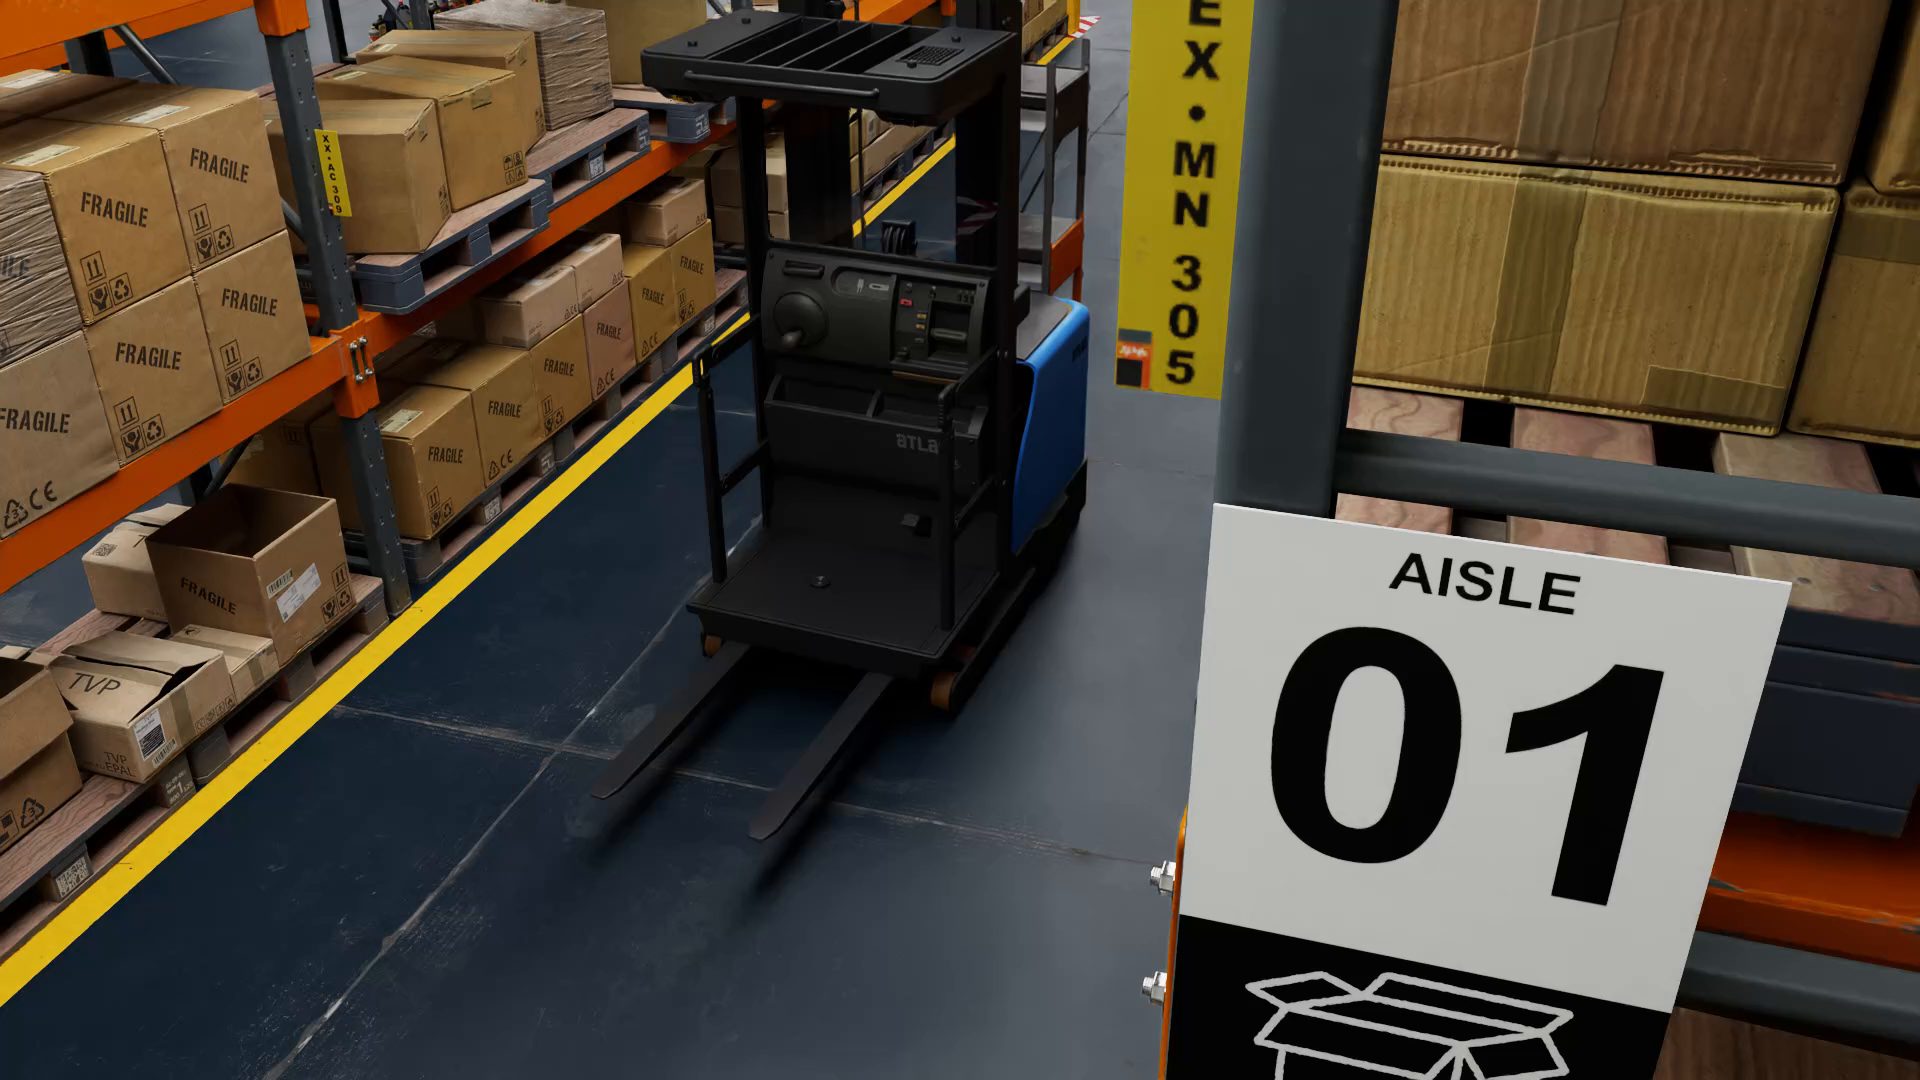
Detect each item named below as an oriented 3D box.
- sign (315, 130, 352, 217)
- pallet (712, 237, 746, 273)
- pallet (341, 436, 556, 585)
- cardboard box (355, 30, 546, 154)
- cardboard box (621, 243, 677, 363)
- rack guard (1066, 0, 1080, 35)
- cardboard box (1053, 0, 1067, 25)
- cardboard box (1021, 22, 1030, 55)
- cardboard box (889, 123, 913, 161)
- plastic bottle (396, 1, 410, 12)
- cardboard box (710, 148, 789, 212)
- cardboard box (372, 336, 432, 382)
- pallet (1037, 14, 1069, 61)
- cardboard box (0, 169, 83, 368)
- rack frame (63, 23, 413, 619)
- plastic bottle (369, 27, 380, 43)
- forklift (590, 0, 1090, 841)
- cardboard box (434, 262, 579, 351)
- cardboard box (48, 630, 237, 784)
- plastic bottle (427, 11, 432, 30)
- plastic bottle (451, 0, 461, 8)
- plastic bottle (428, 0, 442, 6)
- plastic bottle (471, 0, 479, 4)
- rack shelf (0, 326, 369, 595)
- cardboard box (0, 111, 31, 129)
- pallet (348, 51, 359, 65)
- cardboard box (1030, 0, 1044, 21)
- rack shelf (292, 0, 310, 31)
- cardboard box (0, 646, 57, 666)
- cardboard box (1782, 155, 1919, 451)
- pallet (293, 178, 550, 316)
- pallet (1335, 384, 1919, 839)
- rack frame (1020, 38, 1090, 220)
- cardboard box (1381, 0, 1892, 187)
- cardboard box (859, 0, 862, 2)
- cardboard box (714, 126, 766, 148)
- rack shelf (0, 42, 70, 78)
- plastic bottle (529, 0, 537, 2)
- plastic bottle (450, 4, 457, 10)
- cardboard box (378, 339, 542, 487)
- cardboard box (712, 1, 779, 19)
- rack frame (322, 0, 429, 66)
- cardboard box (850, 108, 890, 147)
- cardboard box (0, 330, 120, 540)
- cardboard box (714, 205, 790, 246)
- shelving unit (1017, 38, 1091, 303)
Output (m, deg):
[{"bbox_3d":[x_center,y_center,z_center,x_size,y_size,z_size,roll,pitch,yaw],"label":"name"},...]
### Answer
[{"bbox_3d":[-2.358,-1.377,6.250,0.100,0.325,0.005,8,30,15],"label":"sign"},{"bbox_3d":[-1.426,-2.090,11.290,1.003,0.211,1.213,8,30,15],"label":"pallet"},{"bbox_3d":[-2.676,-0.238,7.960,1.003,0.211,1.213,8,30,15],"label":"pallet"},{"bbox_3d":[-2.419,-2.130,7.958,0.700,0.500,0.500,1,29,2],"label":"cardboard box"},{"bbox_3d":[-1.907,-1.323,9.162,0.500,0.500,0.500,7,30,13],"label":"cardboard box"},{"bbox_3d":[0.650,-5.568,17.246,1.175,0.500,0.348,8,30,15],"label":"rack guard"},{"bbox_3d":[0.768,-5.340,16.660,0.500,0.250,0.500,8,30,15],"label":"cardboard box"},{"bbox_3d":[0.340,-4.641,15.404,0.500,0.250,0.500,8,30,15],"label":"cardboard box"},{"bbox_3d":[-0.675,-3.066,12.572,0.500,0.250,0.500,9,30,16],"label":"cardboard box"},{"bbox_3d":[-5.295,-4.963,15.859,0.144,0.351,0.185,7,30,12],"label":"plastic bottle"},{"bbox_3d":[-1.270,-2.360,10.727,0.500,0.311,0.500,10,30,17],"label":"cardboard box"},{"bbox_3d":[-2.855,-0.672,7.990,0.500,0.500,0.500,9,30,15],"label":"cardboard box"},{"bbox_3d":[0.459,-5.070,16.646,1.003,0.211,1.213,8,30,15],"label":"pallet"},{"bbox_3d":[-3.076,-0.809,4.987,0.500,0.500,0.500,9,30,15],"label":"cardboard box"},{"bbox_3d":[-2.879,-1.073,6.593,1.000,3.000,0.127,8,30,15],"label":"rack frame"},{"bbox_3d":[-5.456,-4.682,15.506,0.097,0.201,0.097,0,29,0],"label":"plastic bottle"},{"bbox_3d":[-0.412,-0.836,6.238,1.130,2.935,3.031,11,31,19],"label":"forklift"},{"bbox_3d":[-2.210,-1.155,8.088,0.500,0.250,0.500,9,30,15],"label":"cardboard box"},{"bbox_3d":[-2.995,0.564,5.965,0.500,0.311,0.500,8,30,15],"label":"cardboard box"},{"bbox_3d":[-5.146,-4.921,15.860,0.152,0.276,0.135,8,30,15],"label":"plastic bottle"},{"bbox_3d":[-5.051,-5.354,16.643,0.097,0.271,0.097,0,29,0],"label":"plastic bottle"},{"bbox_3d":[-5.149,-5.156,16.282,0.152,0.276,0.135,9,30,16],"label":"plastic bottle"},{"bbox_3d":[-4.951,-5.481,16.944,0.097,0.201,0.097,0,29,0],"label":"plastic bottle"},{"bbox_3d":[-3.466,0.171,5.097,1.077,0.370,4.000,8,30,15],"label":"rack shelf"},{"bbox_3d":[-3.437,-1.135,5.573,0.500,0.500,0.500,8,30,13],"label":"cardboard box"},{"bbox_3d":[-5.028,-4.587,15.778,1.003,0.211,1.213,8,30,15],"label":"pallet"},{"bbox_3d":[0.491,-5.201,15.638,0.500,0.500,0.500,8,30,15],"label":"cardboard box"},{"bbox_3d":[-2.292,-2.999,7.710,1.077,0.370,4.000,8,30,15],"label":"rack shelf"},{"bbox_3d":[-3.453,0.541,6.155,0.380,0.166,0.250,8,30,15],"label":"cardboard box"},{"bbox_3d":[1.132,-0.286,1.712,0.500,0.250,0.500,10,31,17],"label":"cardboard box"},{"bbox_3d":[-2.540,-1.345,7.279,1.003,0.211,1.213,8,30,15],"label":"pallet"},{"bbox_3d":[0.891,-0.127,1.899,1.003,0.211,1.213,8,30,15],"label":"pallet"},{"bbox_3d":[0.398,-1.375,8.063,0.400,2.100,0.015,11,31,19],"label":"rack frame"},{"bbox_3d":[0.638,-0.688,1.664,0.500,0.500,0.500,8,30,15],"label":"cardboard box"},{"bbox_3d":[-0.926,-4.235,12.174,0.500,0.500,0.500,11,31,18],"label":"cardboard box"},{"bbox_3d":[-1.640,-2.680,11.301,0.500,0.311,0.500,8,30,14],"label":"cardboard box"},{"bbox_3d":[-7.026,-2.397,9.712,1.077,0.370,4.000,8,30,15],"label":"rack shelf"},{"bbox_3d":[-4.311,-5.331,16.596,0.152,0.276,0.135,9,30,15],"label":"plastic bottle"},{"bbox_3d":[-4.769,-4.870,15.692,0.144,0.351,0.185,8,30,15],"label":"plastic bottle"},{"bbox_3d":[-2.358,-0.612,7.884,0.500,0.500,0.500,9,30,16],"label":"cardboard box"},{"bbox_3d":[-1.257,-3.281,10.654,0.500,0.311,0.500,8,30,14],"label":"cardboard box"},{"bbox_3d":[-5.265,-5.499,14.550,1.000,3.000,0.127,8,30,15],"label":"rack frame"},{"bbox_3d":[-0.822,-3.081,12.023,0.500,0.311,0.500,8,30,14],"label":"cardboard box"},{"bbox_3d":[-3.079,-0.369,5.225,0.500,0.500,0.500,9,30,16],"label":"cardboard box"},{"bbox_3d":[-1.270,-2.115,10.863,0.500,0.250,0.500,8,30,15],"label":"cardboard box"},{"bbox_3d":[0.309,-1.265,7.864,0.431,2.100,0.503,11,31,19],"label":"shelving unit"}]
